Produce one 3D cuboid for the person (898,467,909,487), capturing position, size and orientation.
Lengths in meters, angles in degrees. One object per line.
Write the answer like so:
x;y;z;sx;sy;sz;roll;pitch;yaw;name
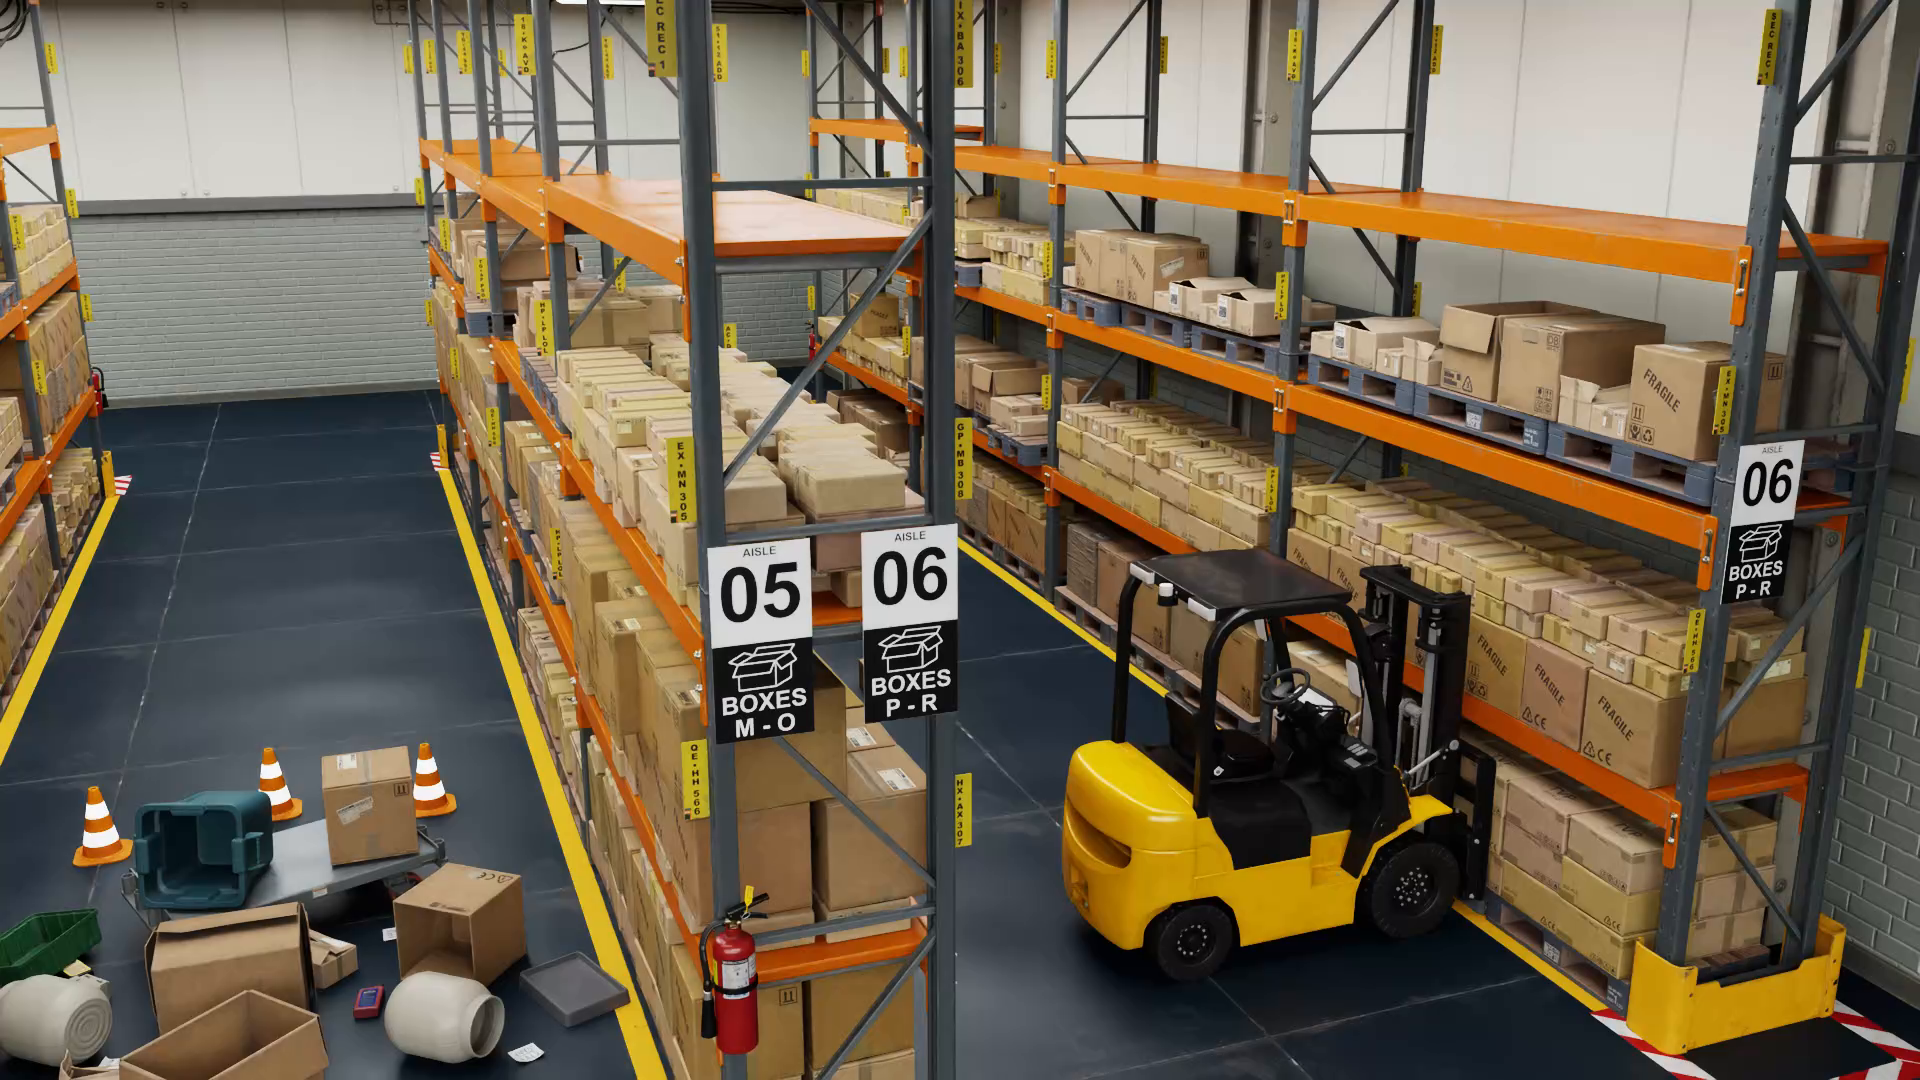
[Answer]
-0.529;0.162;14.399;0.497;1.639;0.686;9;18;28;person
